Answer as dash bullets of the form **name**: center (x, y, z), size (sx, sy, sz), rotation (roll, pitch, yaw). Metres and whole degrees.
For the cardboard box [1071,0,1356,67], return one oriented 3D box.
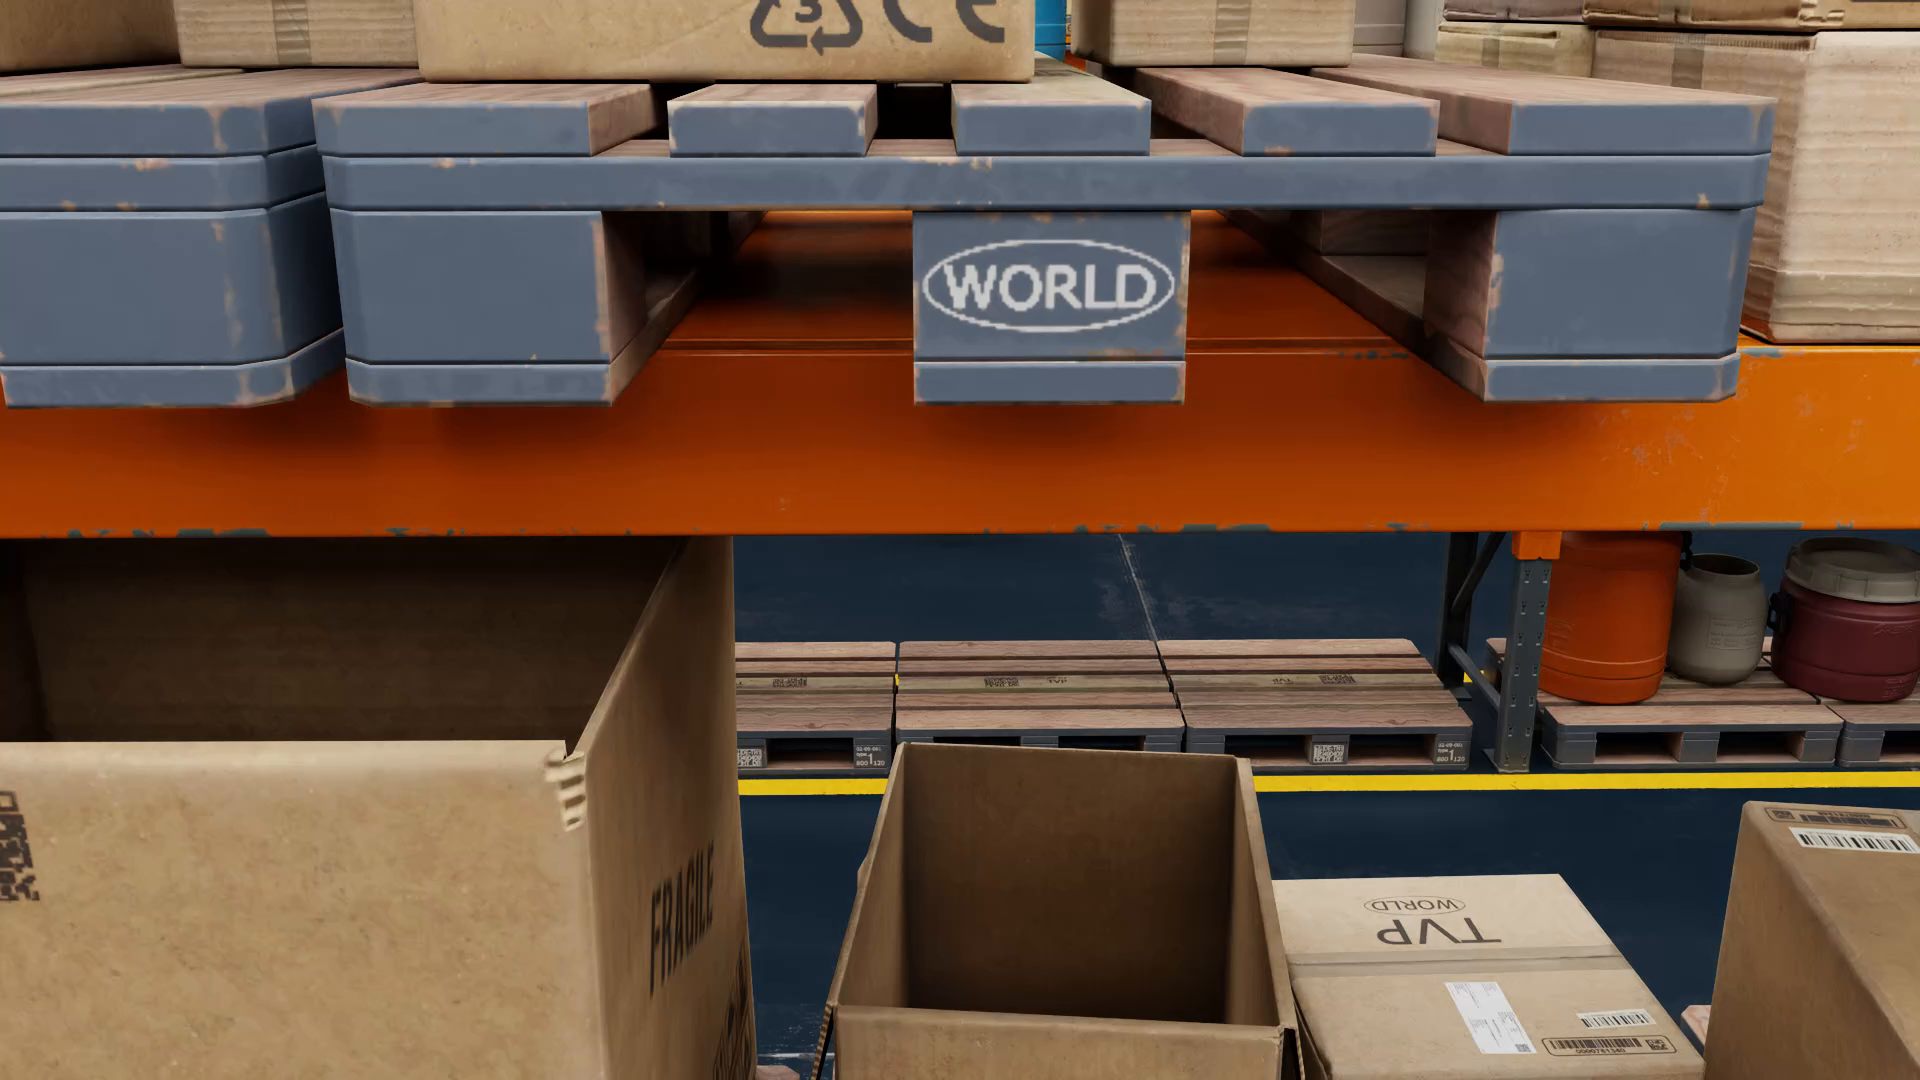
- **cardboard box**: center (0.270, -0.621, 1.856), size (0.250, 0.166, 0.380), rotation (-1, 18, -2)

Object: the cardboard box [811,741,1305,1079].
- **cardboard box**: center (0.128, 0.650, 2.254), size (0.637, 0.503, 0.797), rotation (2, 18, 5)

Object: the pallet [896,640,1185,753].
- **pallet**: center (0.326, 0.729, 7.431), size (1.213, 0.211, 1.003), rotation (0, 18, -1)

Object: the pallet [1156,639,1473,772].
- **pallet**: center (1.542, 0.724, 7.447), size (1.213, 0.211, 1.003), rotation (0, 18, -1)

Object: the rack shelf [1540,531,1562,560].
- **rack shelf**: center (4.317, -0.263, 7.135), size (4.000, 0.370, 1.077), rotation (0, 18, -1)

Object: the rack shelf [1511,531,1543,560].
- **rack shelf**: center (0.318, -0.244, 7.075), size (4.000, 0.370, 1.077), rotation (0, 18, -1)

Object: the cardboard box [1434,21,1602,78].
- **cardboard box**: center (0.895, -0.508, 2.055), size (0.500, 0.250, 0.500), rotation (0, 18, 0)

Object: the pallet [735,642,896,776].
- **pallet**: center (-0.897, 0.735, 7.410), size (1.213, 0.211, 1.003), rotation (0, 18, -1)

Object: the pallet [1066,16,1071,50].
- **pallet**: center (0.448, -3.411, 11.167), size (1.213, 0.211, 1.003), rotation (1, 18, 2)

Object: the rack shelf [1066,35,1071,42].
- **rack shelf**: center (0.162, -4.698, 16.049), size (4.000, 0.370, 1.077), rotation (0, 18, -1)

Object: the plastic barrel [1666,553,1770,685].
- **plastic barrel**: center (3.370, 0.351, 7.428), size (0.421, 0.512, 0.421), rotation (0, 18, 0)

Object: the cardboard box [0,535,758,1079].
- **cardboard box**: center (-0.807, 0.489, 1.942), size (1.000, 1.000, 1.000), rotation (0, 18, 0)

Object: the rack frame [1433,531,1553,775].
- **rack frame**: center (2.318, -0.596, 6.995), size (0.127, 3.000, 1.000), rotation (0, 18, -1)

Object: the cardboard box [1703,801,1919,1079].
- **cardboard box**: center (1.300, 0.717, 2.050), size (0.500, 0.500, 0.700), rotation (2, 18, 7)

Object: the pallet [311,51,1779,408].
- **pallet**: center (0.052, -0.379, 1.716), size (1.003, 0.211, 1.213), rotation (0, 18, -1)

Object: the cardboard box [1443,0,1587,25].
- **cardboard box**: center (0.912, -0.868, 1.949), size (0.500, 0.500, 0.500), rotation (-1, 18, -2)

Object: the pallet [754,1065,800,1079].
- **pallet**: center (-0.837, 1.068, 2.122), size (1.213, 0.211, 1.003), rotation (0, 18, -1)

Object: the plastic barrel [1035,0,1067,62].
- **plastic barrel**: center (0.131, -2.319, 6.634), size (0.708, 0.901, 0.600), rotation (0, 18, -1)

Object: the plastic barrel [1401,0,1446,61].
- **plastic barrel**: center (2.002, -2.170, 6.807), size (0.421, 0.512, 0.421), rotation (0, 18, 0)

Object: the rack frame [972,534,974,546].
- **rack frame**: center (0.077, -0.572, 9.865), size (0.006, 1.200, 0.240), rotation (0, 18, -1)

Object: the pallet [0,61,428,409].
- **pallet**: center (-0.985, -0.373, 1.698), size (1.003, 0.211, 1.213), rotation (0, 18, -1)

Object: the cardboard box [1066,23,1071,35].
- **cardboard box**: center (0.864, -5.131, 16.019), size (0.637, 0.503, 0.797), rotation (2, 18, 7)

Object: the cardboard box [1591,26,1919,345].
- **cardboard box**: center (0.926, -0.355, 1.578), size (0.500, 0.250, 0.500), rotation (0, 18, 1)

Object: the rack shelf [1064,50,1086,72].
- **rack shelf**: center (0.243, -3.185, 11.333), size (4.000, 0.370, 1.077), rotation (0, 18, -1)

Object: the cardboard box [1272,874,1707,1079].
- **cardboard box**: center (0.716, 0.726, 2.432), size (0.500, 0.250, 0.500), rotation (-1, 18, -2)

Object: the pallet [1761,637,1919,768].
- **pallet**: center (4.322, 0.710, 7.488), size (1.213, 0.211, 1.003), rotation (0, 18, -1)

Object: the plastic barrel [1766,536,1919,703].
- **plastic barrel**: center (3.936, 0.339, 7.340), size (0.708, 0.588, 0.600), rotation (0, 18, -1)

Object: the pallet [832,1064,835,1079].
- **pallet**: center (0.417, 1.030, 2.240), size (1.213, 0.211, 1.003), rotation (0, 18, -1)

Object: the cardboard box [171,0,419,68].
- **cardboard box**: center (-0.665, -0.664, 1.827), size (0.258, 0.266, 0.396), rotation (0, 18, 1)

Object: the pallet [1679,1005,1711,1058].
- **pallet**: center (1.685, 1.044, 2.197), size (1.003, 0.211, 1.213), rotation (0, 18, -1)

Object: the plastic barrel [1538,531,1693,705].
- **plastic barrel**: center (2.807, 0.230, 7.286), size (0.708, 0.830, 0.600), rotation (0, 18, -1)

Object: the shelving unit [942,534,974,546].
- **shelving unit**: center (-0.014, -0.571, 9.864), size (0.189, 1.200, 0.258), rotation (0, 18, -1)

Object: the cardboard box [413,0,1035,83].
- **cardboard box**: center (-0.190, -0.718, 1.609), size (0.637, 0.503, 0.797), rotation (0, 18, 1)

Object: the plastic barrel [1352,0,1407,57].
- **plastic barrel**: center (1.493, -2.325, 6.655), size (0.600, 0.901, 0.600), rotation (0, 18, 0)

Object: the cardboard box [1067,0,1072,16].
- **cardboard box**: center (0.694, -3.639, 11.129), size (0.500, 0.250, 0.500), rotation (-1, 18, -2)

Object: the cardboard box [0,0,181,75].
- **cardboard box**: center (-1.132, -0.714, 1.594), size (0.637, 0.503, 0.797), rotation (-1, 18, -4)

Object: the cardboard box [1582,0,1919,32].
- **cardboard box**: center (0.915, -0.715, 1.474), size (0.500, 0.500, 0.500), rotation (0, 18, 0)

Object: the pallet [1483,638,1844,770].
- **pallet**: center (3.105, 0.715, 7.473), size (1.213, 0.211, 1.003), rotation (0, 18, -1)
